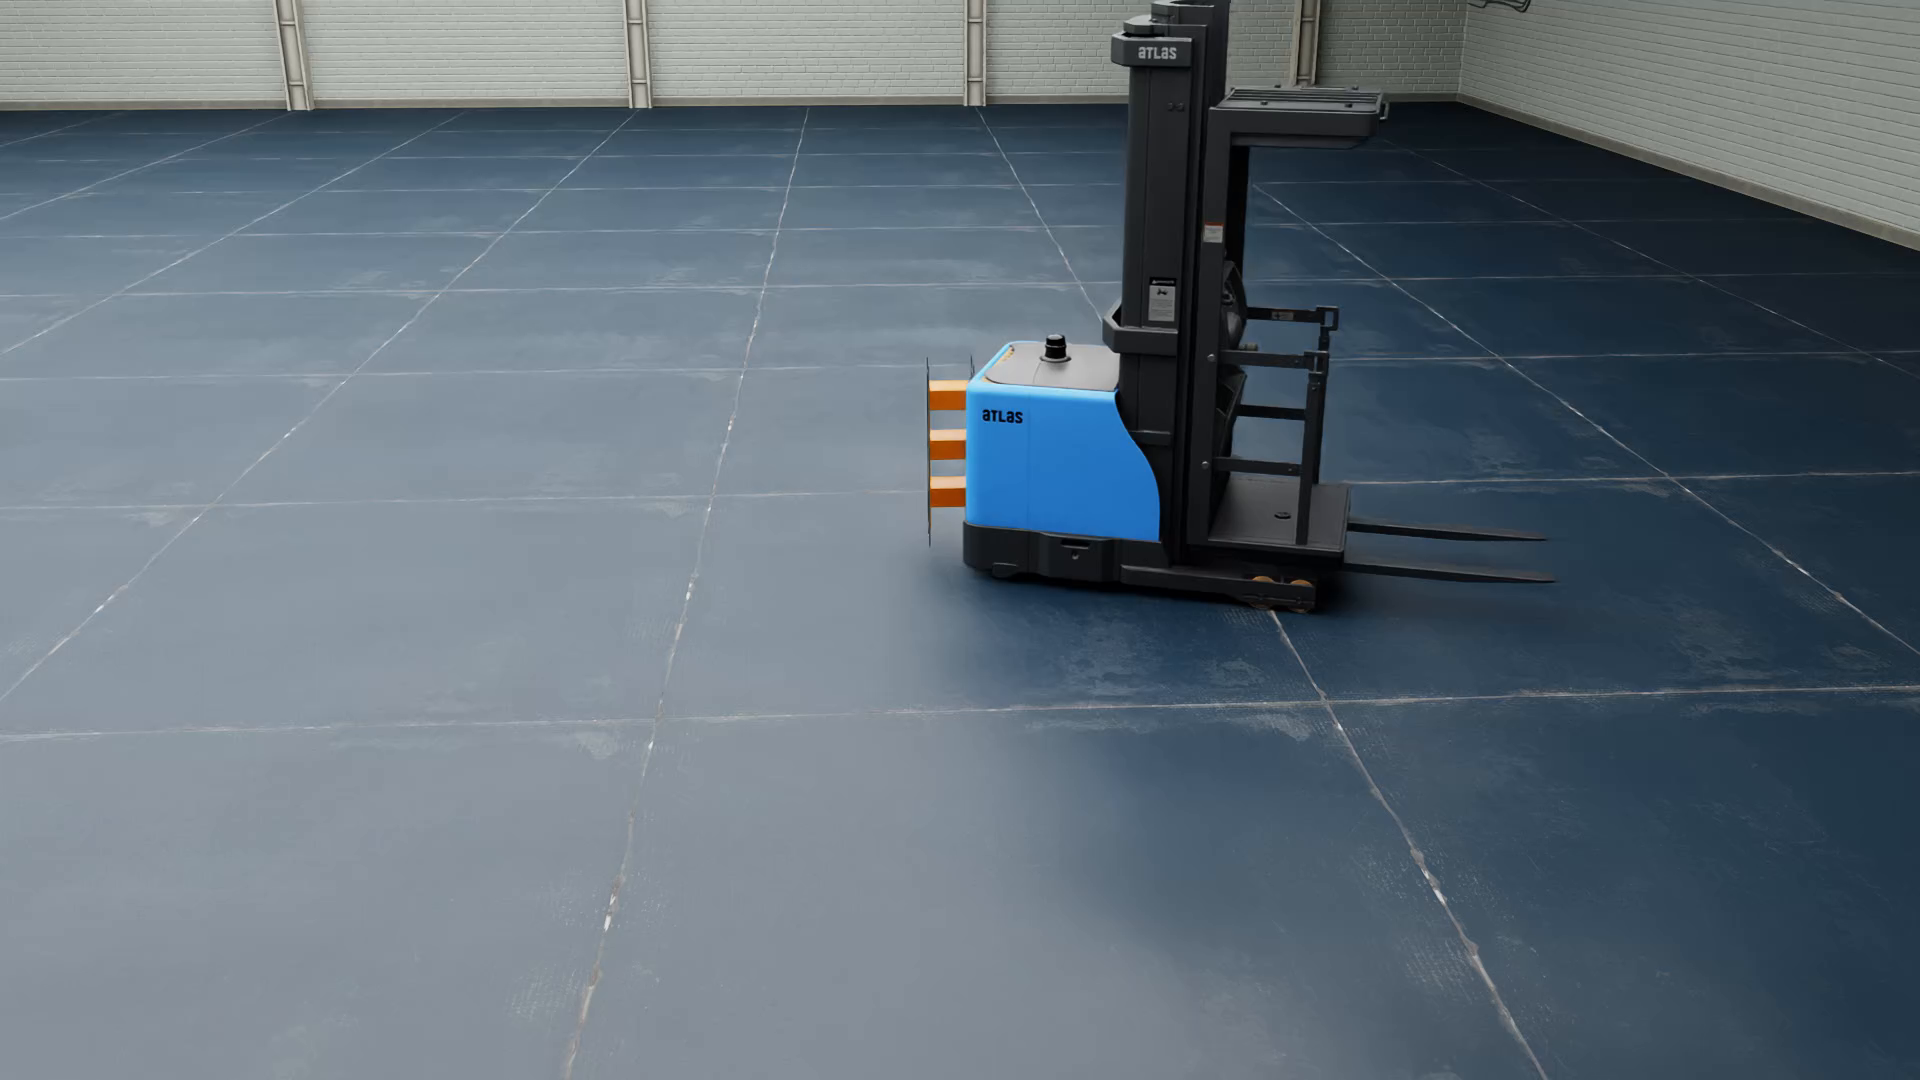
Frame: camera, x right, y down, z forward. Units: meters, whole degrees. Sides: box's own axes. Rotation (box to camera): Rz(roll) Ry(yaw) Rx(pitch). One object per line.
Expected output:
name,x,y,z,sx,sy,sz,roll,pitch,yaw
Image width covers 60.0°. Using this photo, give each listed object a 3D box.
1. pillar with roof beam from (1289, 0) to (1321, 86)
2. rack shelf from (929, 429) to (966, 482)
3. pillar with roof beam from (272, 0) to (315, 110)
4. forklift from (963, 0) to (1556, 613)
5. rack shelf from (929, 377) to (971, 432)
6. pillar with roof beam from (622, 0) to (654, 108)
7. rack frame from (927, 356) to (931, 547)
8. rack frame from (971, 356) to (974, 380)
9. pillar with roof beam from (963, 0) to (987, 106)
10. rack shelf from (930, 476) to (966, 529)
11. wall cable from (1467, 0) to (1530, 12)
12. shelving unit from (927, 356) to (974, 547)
pillar with roof beam,6.501,-10.704,24.925,0.400,9.000,9.100,-1,21,-3
rack shelf,-0.053,-0.480,9.272,0.240,0.259,0.215,-1,21,-3
pillar with roof beam,-11.470,-10.338,23.965,0.400,9.000,9.100,-1,21,-3
forklift,1.591,-1.207,8.509,3.031,2.935,1.130,5,21,14
rack shelf,-0.053,-0.745,9.171,0.240,0.259,0.215,-1,21,-3
pillar with roof beam,-5.480,-10.460,24.285,0.400,9.000,9.100,-1,21,-3
rack frame,-0.175,-0.487,9.262,0.008,1.050,0.200,-1,21,-3
rack frame,0.068,-0.492,9.275,0.008,1.050,0.200,-1,21,-3
pillar with roof beam,0.510,-10.582,24.605,0.400,9.000,9.100,-1,21,-3
rack shelf,-0.053,-0.220,9.371,0.240,0.259,0.215,-1,21,-3
wall cable,9.271,-10.372,28.417,0.112,2.526,3.097,-1,21,-3
shelving unit,-0.053,-0.490,9.268,0.252,1.050,0.215,-1,21,-3
